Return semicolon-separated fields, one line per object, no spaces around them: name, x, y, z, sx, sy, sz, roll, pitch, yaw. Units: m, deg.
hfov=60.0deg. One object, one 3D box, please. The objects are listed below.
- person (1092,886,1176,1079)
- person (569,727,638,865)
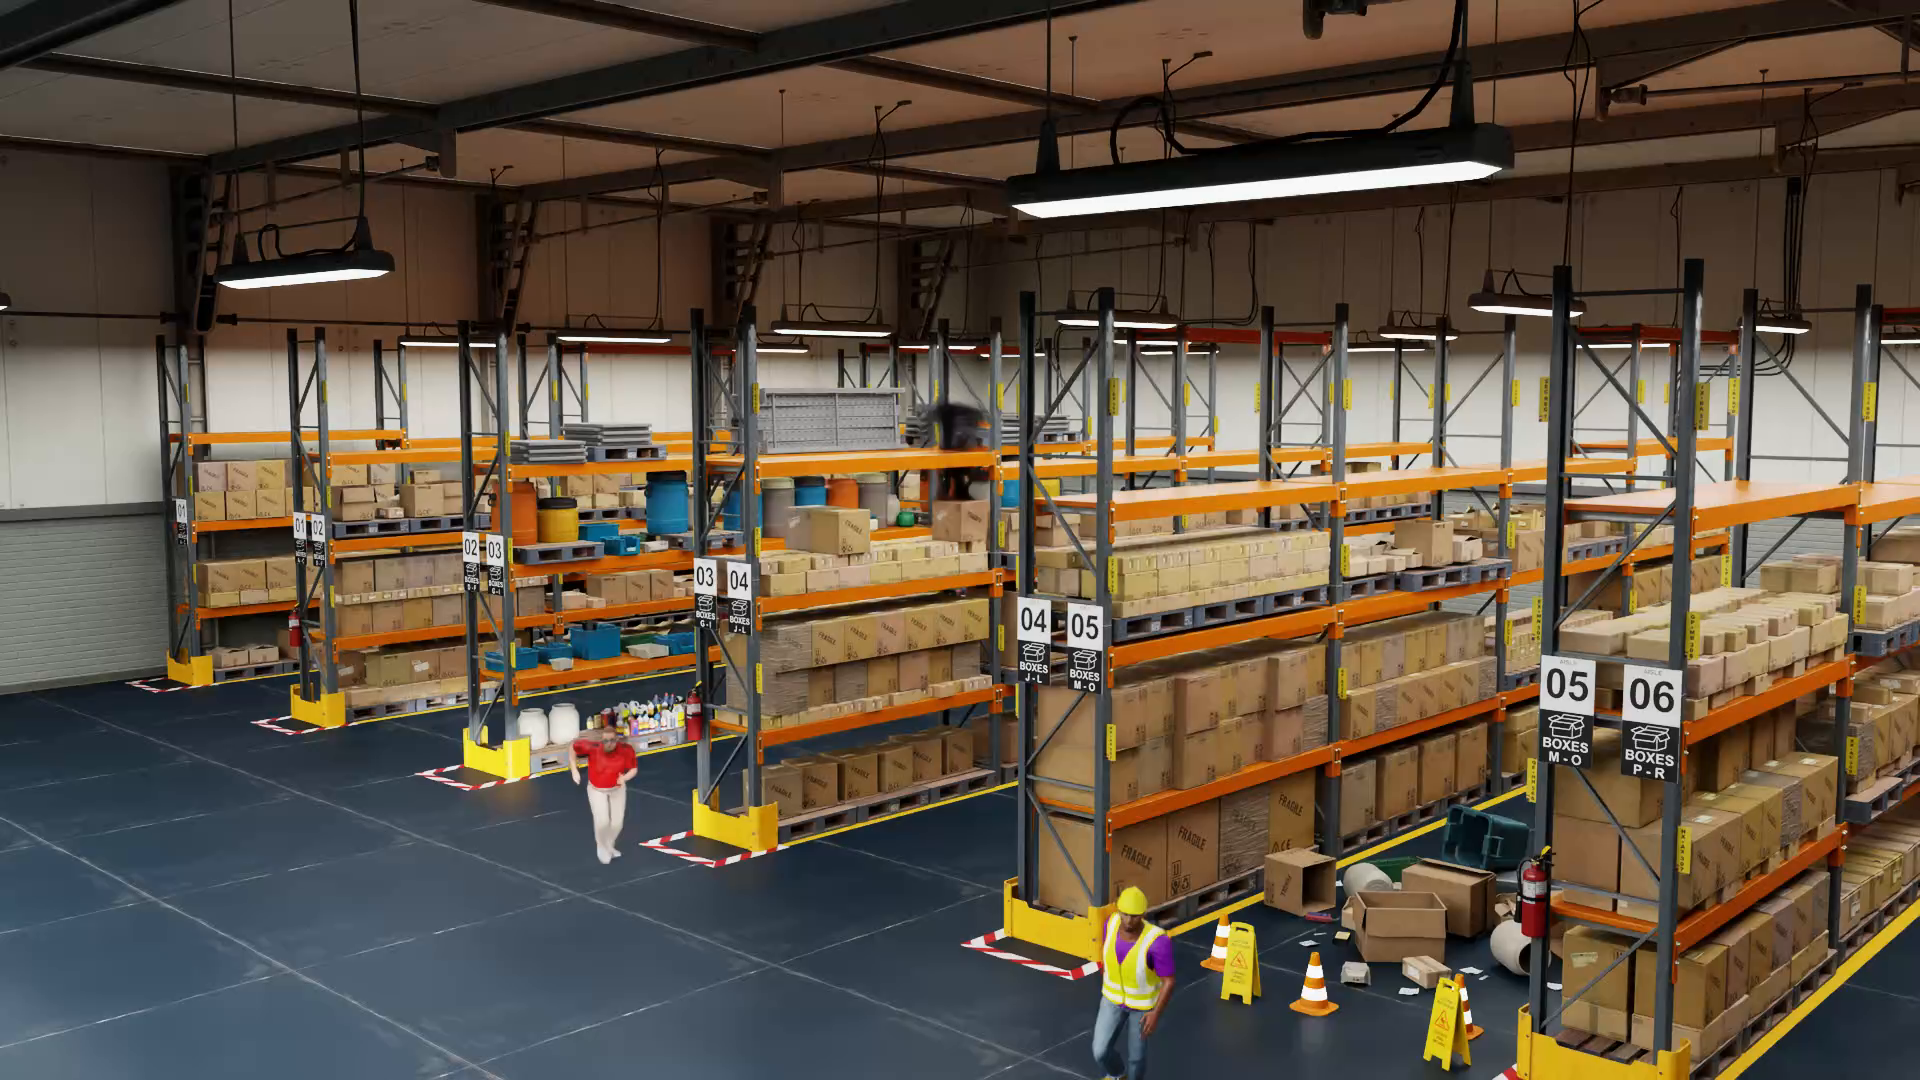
person;1.219;3.218;11.631;0.660;1.702;0.731;3;6;26
person;-3.799;2.722;17.746;0.699;1.577;0.957;-2;6;-18
